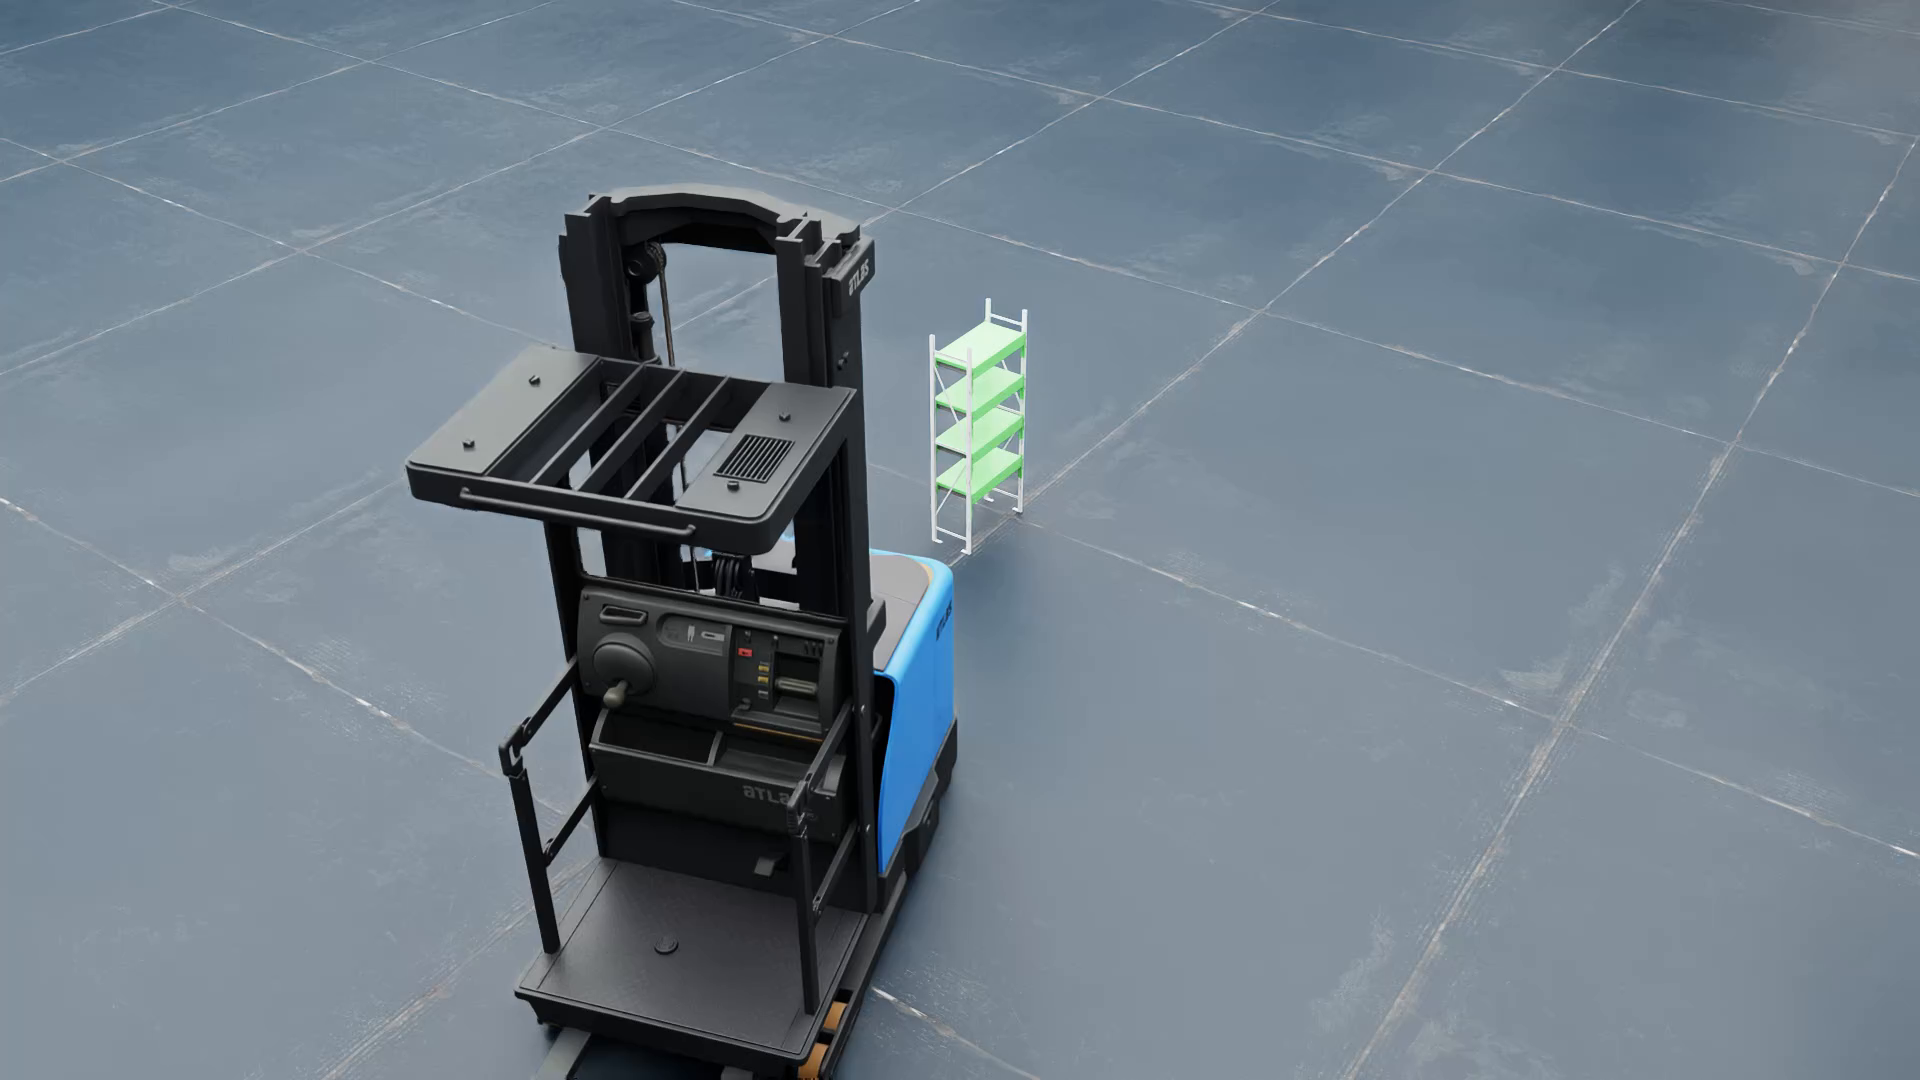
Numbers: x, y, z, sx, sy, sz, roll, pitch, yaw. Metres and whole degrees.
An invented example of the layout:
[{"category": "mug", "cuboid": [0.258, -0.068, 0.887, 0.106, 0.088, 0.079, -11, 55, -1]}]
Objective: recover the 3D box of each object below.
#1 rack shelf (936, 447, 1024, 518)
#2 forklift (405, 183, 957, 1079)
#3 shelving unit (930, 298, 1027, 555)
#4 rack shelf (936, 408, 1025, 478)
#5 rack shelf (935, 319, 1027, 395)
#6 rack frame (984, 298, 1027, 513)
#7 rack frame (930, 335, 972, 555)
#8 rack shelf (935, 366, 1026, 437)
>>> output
[{"category": "rack shelf", "cuboid": [0.094, -0.321, 8.697, 0.258, 0.148, 0.480, 21, 39, 28]}, {"category": "forklift", "cuboid": [-0.911, 0.478, 5.426, 1.130, 2.935, 3.031, 9, 35, 13]}, {"category": "shelving unit", "cuboid": [0.094, -0.573, 8.527, 0.258, 1.200, 0.503, 21, 39, 28]}, {"category": "rack shelf", "cuboid": [0.094, -0.520, 8.562, 0.258, 0.148, 0.480, 21, 39, 28]}, {"category": "rack shelf", "cuboid": [0.094, -0.918, 8.293, 0.258, 0.148, 0.480, 21, 39, 28]}, {"category": "rack frame", "cuboid": [0.234, -0.685, 8.693, 0.240, 1.200, 0.015, 21, 39, 28]}, {"category": "rack frame", "cuboid": [-0.045, -0.461, 8.360, 0.240, 1.200, 0.015, 21, 39, 28]}, {"category": "rack shelf", "cuboid": [0.094, -0.719, 8.428, 0.258, 0.148, 0.480, 21, 39, 28]}]
